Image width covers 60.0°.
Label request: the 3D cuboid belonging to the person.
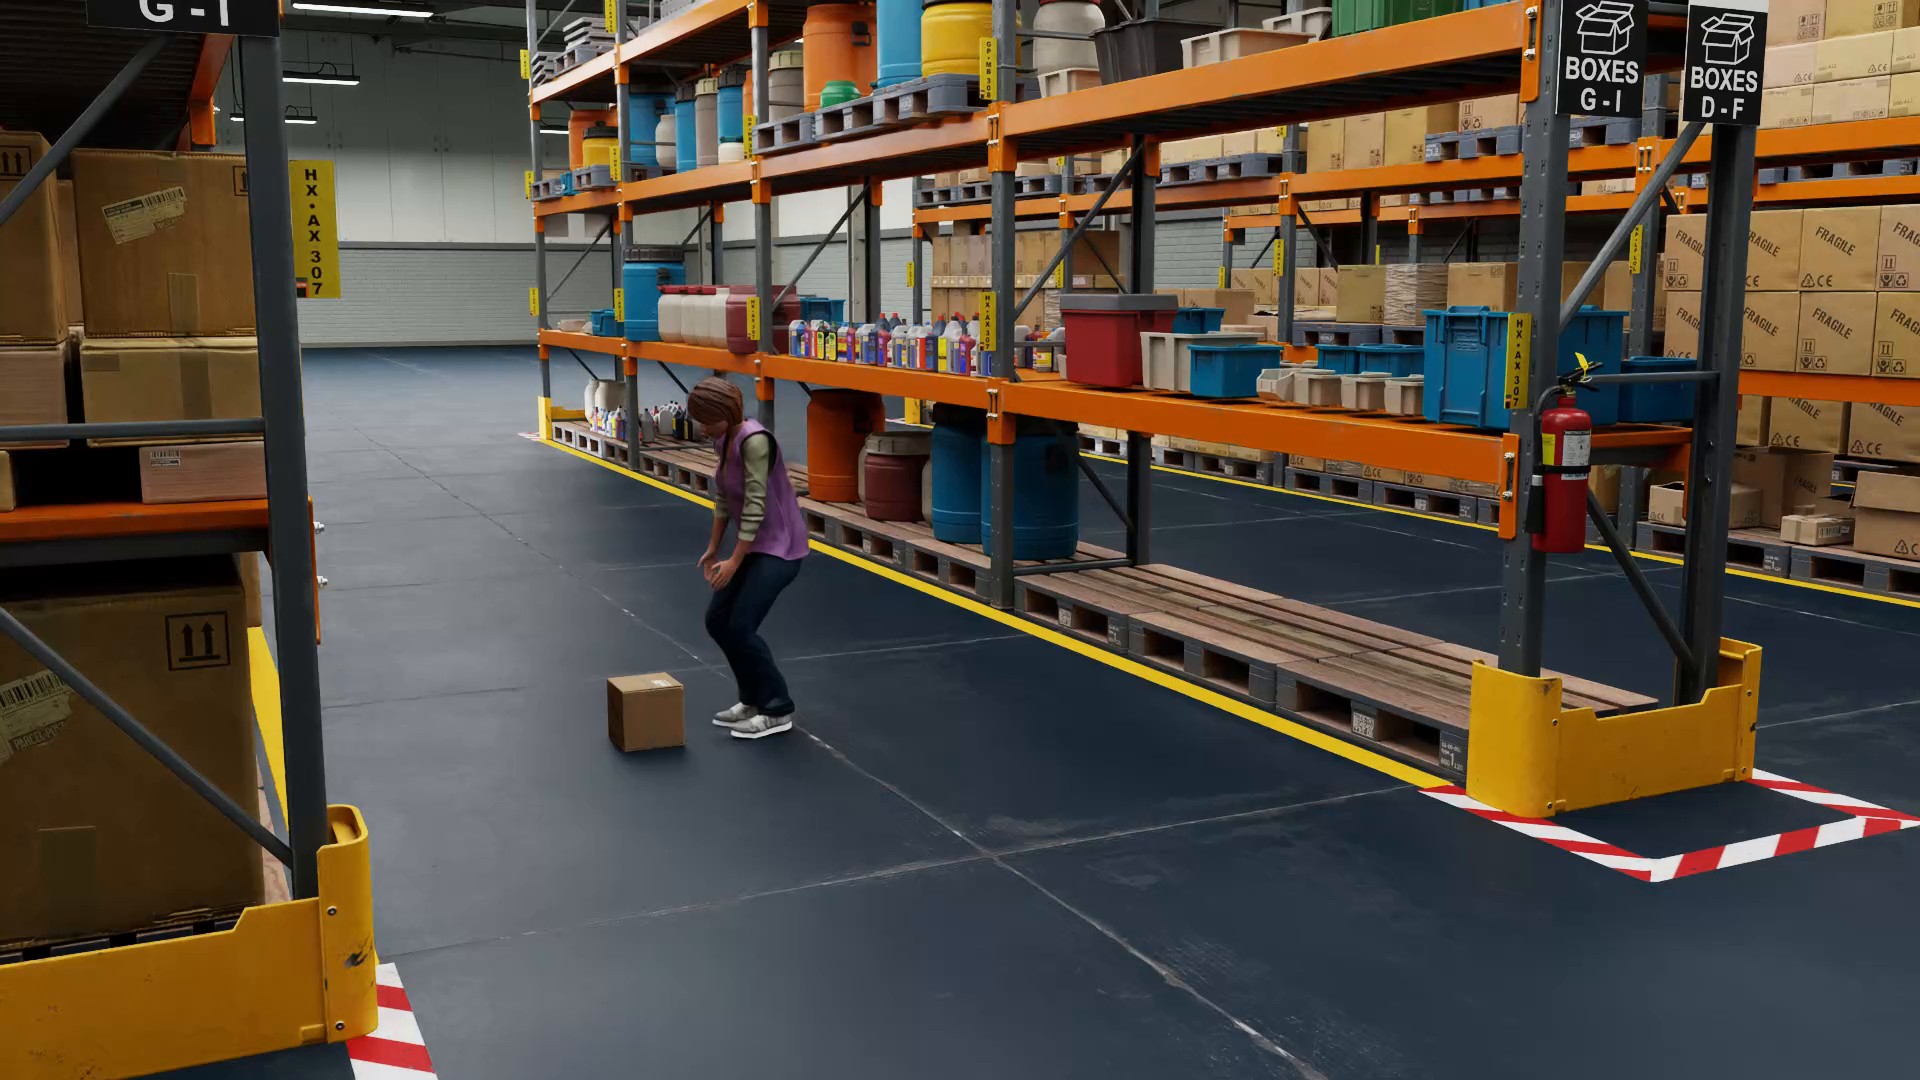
[{"bbox_3d":[-0.862,0.079,6.837,0.497,1.466,0.447,-4,10,-25],"label":"person"}]
